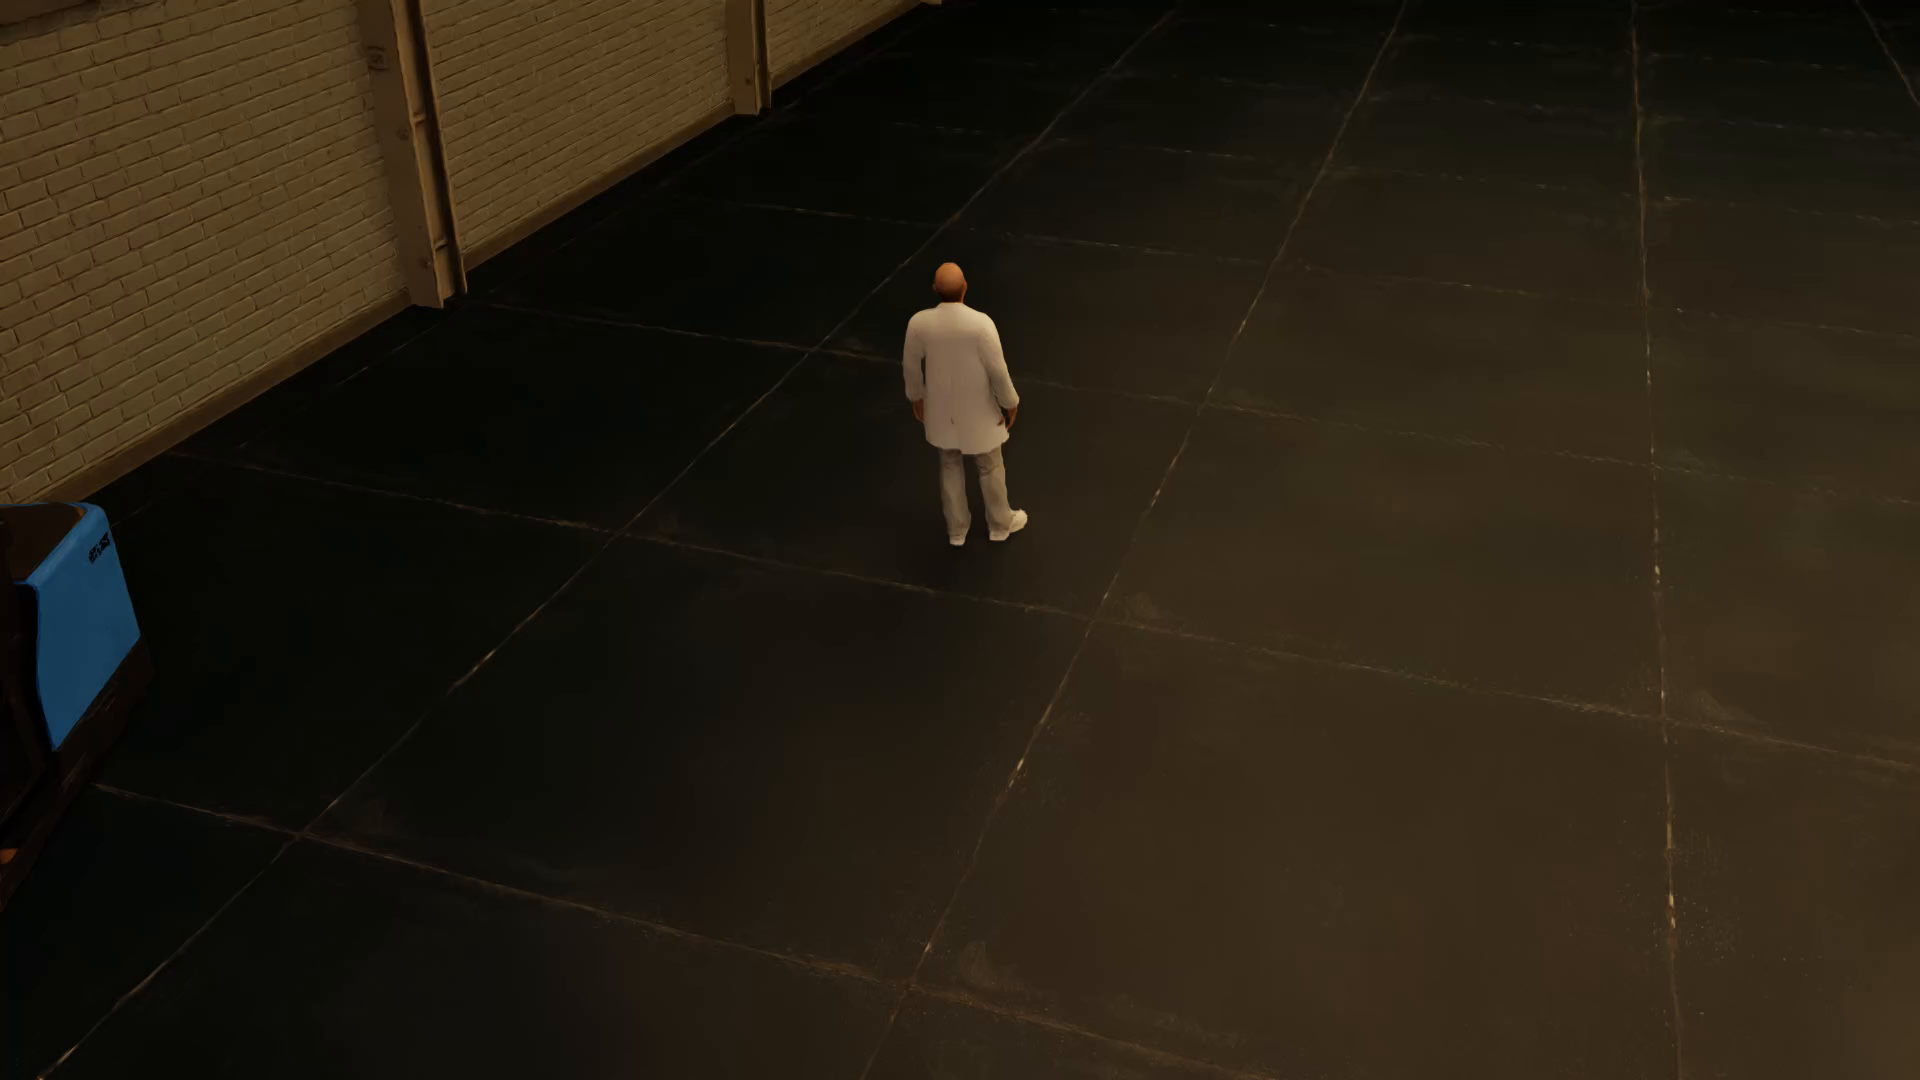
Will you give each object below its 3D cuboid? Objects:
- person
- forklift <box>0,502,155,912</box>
[{"bbox_3d":[0.034,-0.820,9.726,0.694,1.776,0.579,10,31,16],"label":"person"},{"bbox_3d":[-4.717,0.205,6.778,1.130,2.935,3.031,-1,30,-1],"label":"forklift"}]
